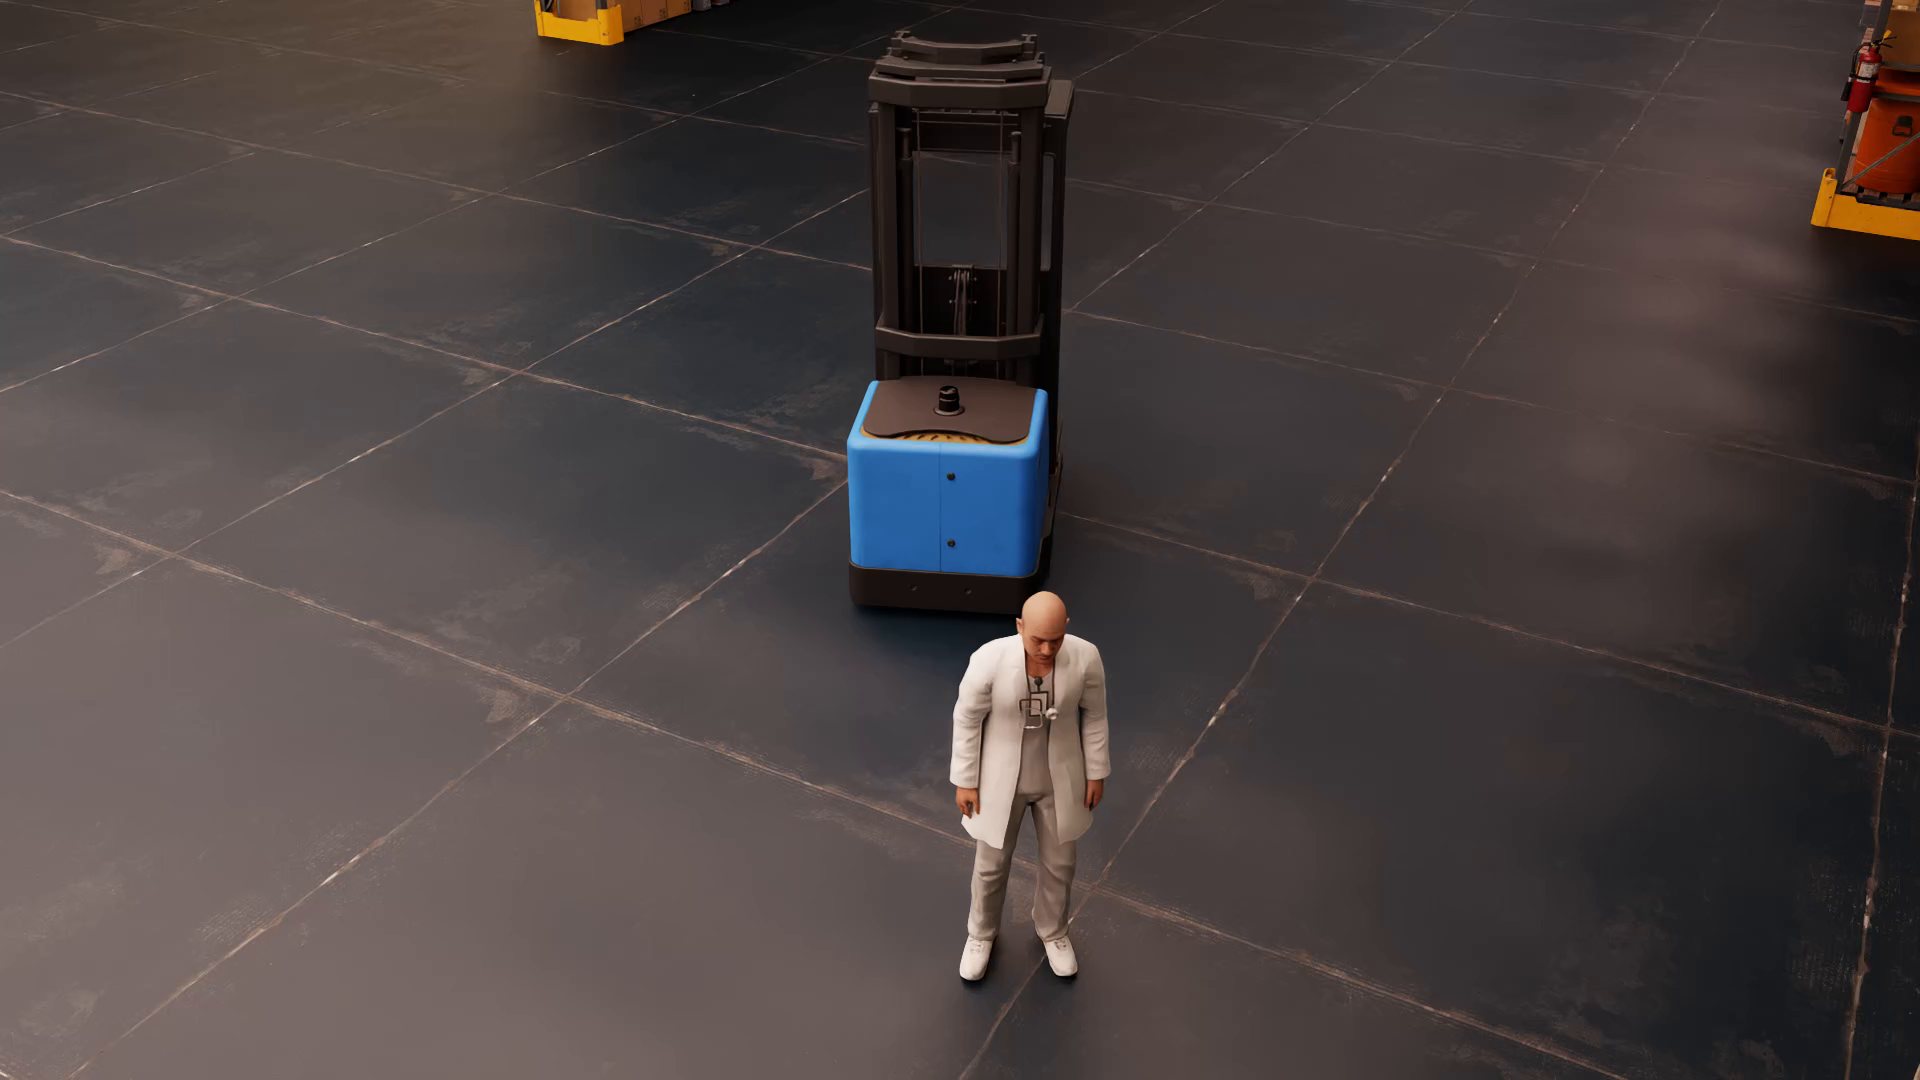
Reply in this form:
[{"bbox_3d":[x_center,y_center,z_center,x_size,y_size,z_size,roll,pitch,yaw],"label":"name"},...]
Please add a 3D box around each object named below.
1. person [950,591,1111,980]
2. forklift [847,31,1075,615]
[{"bbox_3d":[0.281,0.953,6.579,0.644,1.772,0.436,-3,30,-5],"label":"person"},{"bbox_3d":[0.072,-1.572,9.794,1.130,2.935,3.031,3,30,6],"label":"forklift"}]
